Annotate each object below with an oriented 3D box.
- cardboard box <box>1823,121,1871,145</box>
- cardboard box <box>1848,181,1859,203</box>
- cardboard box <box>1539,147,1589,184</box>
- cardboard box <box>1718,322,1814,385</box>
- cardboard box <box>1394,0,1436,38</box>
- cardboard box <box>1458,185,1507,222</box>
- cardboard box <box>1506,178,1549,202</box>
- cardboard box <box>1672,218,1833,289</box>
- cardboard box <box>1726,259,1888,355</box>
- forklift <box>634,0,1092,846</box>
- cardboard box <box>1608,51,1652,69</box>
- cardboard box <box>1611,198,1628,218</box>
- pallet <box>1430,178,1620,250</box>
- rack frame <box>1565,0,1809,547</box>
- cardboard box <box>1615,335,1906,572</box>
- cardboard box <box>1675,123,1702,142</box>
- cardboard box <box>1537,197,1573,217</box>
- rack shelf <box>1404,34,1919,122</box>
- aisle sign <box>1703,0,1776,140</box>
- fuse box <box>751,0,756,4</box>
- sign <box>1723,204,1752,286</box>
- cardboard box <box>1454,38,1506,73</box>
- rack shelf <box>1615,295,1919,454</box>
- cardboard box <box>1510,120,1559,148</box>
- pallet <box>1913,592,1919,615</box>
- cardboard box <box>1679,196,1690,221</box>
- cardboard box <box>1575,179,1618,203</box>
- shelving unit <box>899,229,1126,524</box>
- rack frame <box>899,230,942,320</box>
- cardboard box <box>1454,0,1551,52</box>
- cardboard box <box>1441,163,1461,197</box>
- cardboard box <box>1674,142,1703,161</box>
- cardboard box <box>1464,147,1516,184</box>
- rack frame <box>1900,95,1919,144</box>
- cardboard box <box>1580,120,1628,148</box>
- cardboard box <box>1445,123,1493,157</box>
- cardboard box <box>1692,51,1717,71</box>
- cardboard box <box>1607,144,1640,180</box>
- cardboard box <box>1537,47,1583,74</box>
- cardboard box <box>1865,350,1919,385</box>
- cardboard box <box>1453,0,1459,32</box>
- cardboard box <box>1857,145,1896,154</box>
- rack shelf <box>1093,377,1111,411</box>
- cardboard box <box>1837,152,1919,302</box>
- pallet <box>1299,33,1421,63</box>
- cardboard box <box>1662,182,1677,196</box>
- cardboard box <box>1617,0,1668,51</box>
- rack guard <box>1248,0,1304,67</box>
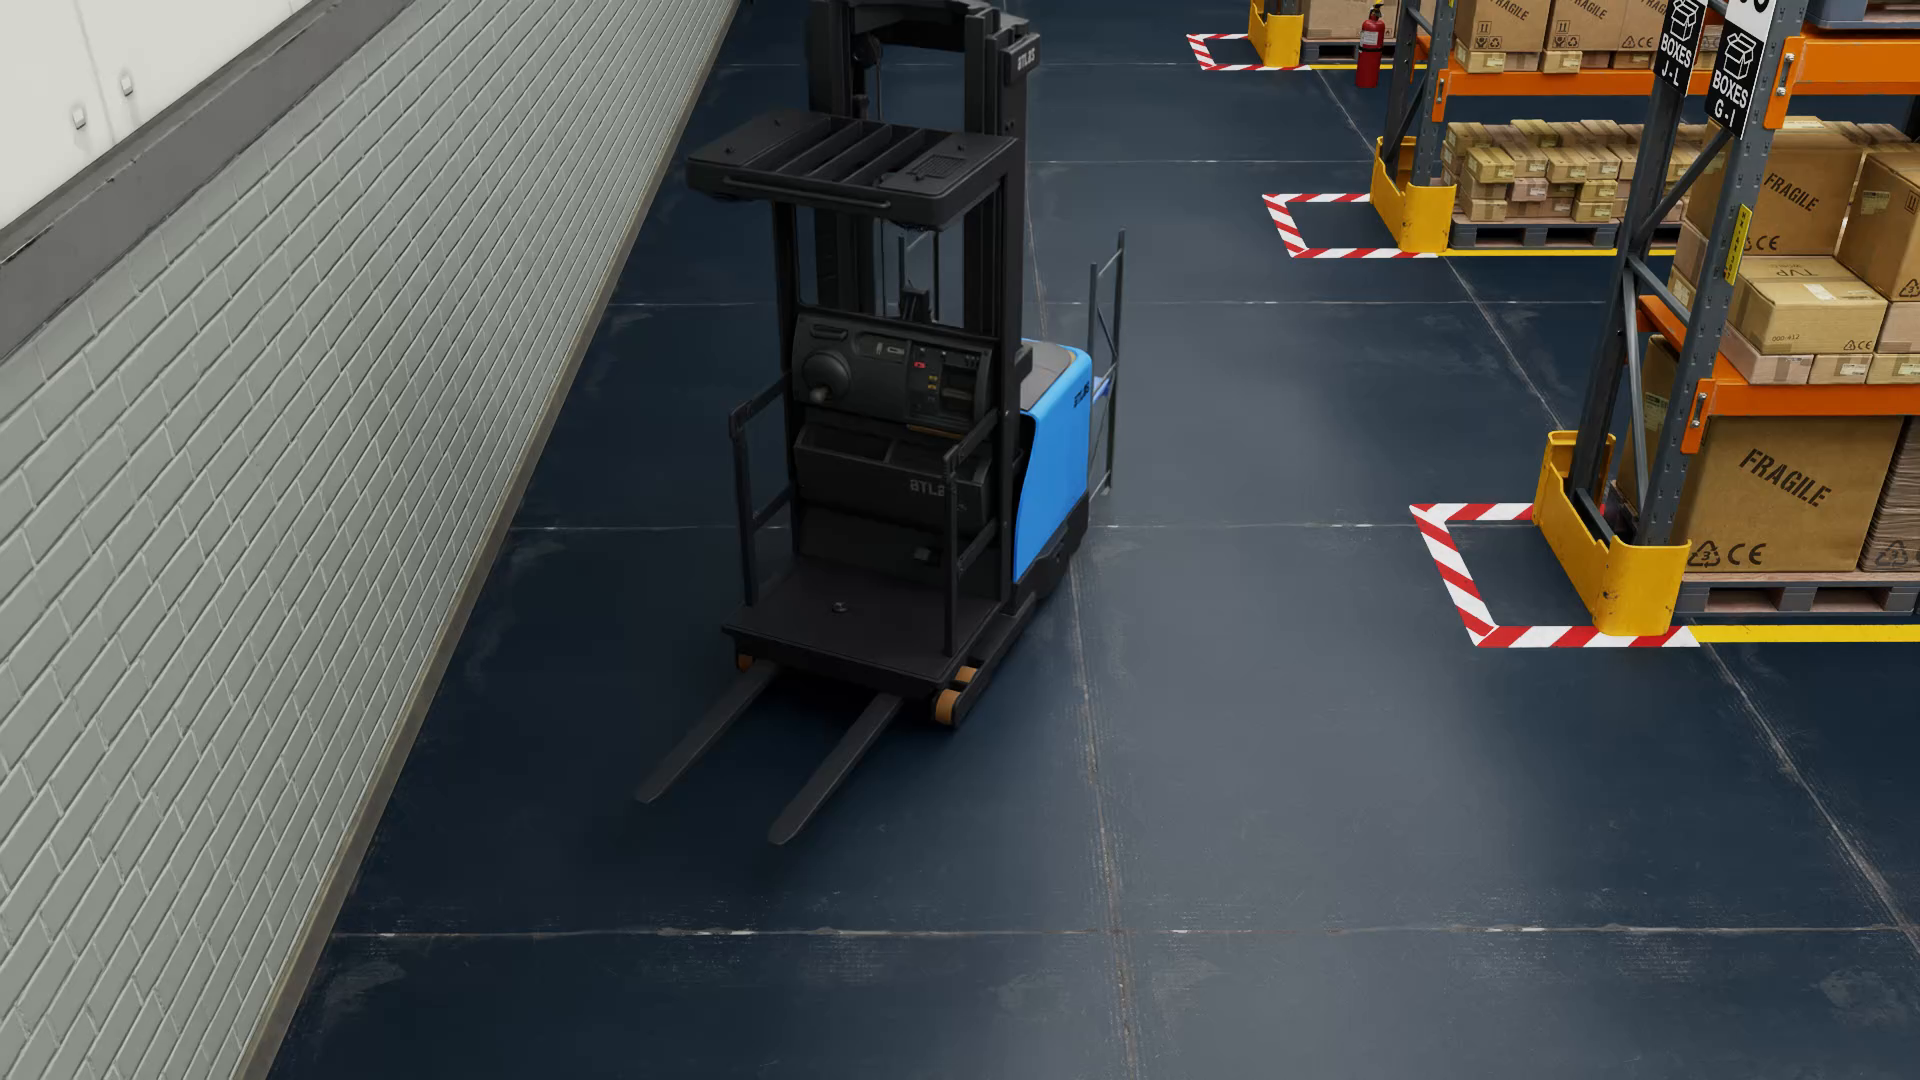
[{"bbox_3d":[6.720,-3.061,12.673,0.250,0.149,0.380,1,31,2],"label":"cardboard box"},{"bbox_3d":[6.490,-2.614,12.224,0.250,0.149,0.380,-1,31,-2],"label":"cardboard box"},{"bbox_3d":[4.395,-2.735,12.136,0.250,0.149,0.380,0,31,0],"label":"cardboard box"},{"bbox_3d":[3.627,-0.846,7.495,0.250,0.149,0.380,0,31,0],"label":"cardboard box"},{"bbox_3d":[4.785,-5.409,16.839,0.875,0.438,0.875,1,31,1],"label":"cardboard box"},{"bbox_3d":[3.867,-2.493,12.311,0.250,0.149,0.380,0,31,1],"label":"cardboard box"},{"bbox_3d":[4.141,-2.625,12.241,0.250,0.149,0.380,0,31,-1],"label":"cardboard box"},{"bbox_3d":[3.753,-1.326,7.902,0.500,0.250,0.500,-1,31,-1],"label":"cardboard box"},{"bbox_3d":[3.752,-1.048,7.444,0.500,0.250,0.500,-1,31,-2],"label":"cardboard box"},{"bbox_3d":[-0.387,-0.678,7.042,1.130,2.935,3.031,13,34,20],"label":"forklift"},{"bbox_3d":[4.721,-3.476,11.829,0.250,0.149,0.380,0,31,-1],"label":"cardboard box"},{"bbox_3d":[4.887,-2.535,12.380,0.250,0.149,0.380,0,31,0],"label":"cardboard box"},{"bbox_3d":[4.230,-2.489,12.649,1.213,0.211,1.003,0,31,0],"label":"pallet"},{"bbox_3d":[3.270,-1.124,7.710,0.127,3.000,1.000,0,31,0],"label":"rack frame"},{"bbox_3d":[3.910,-0.438,8.224,0.875,0.875,0.875,0,31,0],"label":"cardboard box"},{"bbox_3d":[5.433,-3.039,12.637,0.250,0.149,0.380,0,31,0],"label":"cardboard box"},{"bbox_3d":[4.377,-2.541,12.390,0.250,0.149,0.380,0,31,0],"label":"cardboard box"},{"bbox_3d":[5.341,-3.396,12.148,4.000,0.370,1.077,0,31,0],"label":"rack shelf"},{"bbox_3d":[3.200,-2.079,6.779,0.004,0.787,0.394,0,31,0],"label":"aisle sign"},{"bbox_3d":[-2.295,-6.774,18.265,0.414,1.711,0.539,0,31,0],"label":"fuse box"},{"bbox_3d":[3.267,-1.240,6.991,0.005,0.325,0.100,0,31,0],"label":"sign"},{"bbox_3d":[3.667,-3.420,11.738,0.250,0.149,0.380,0,31,-1],"label":"cardboard box"},{"bbox_3d":[5.270,-0.822,7.907,4.000,0.370,1.077,0,31,0],"label":"rack shelf"},{"bbox_3d":[4.379,-3.083,12.709,0.250,0.149,0.380,-1,31,-1],"label":"cardboard box"},{"bbox_3d":[5.286,0.023,8.509,1.213,0.211,1.003,0,31,0],"label":"pallet"},{"bbox_3d":[5.414,-2.505,12.330,0.250,0.149,0.380,0,31,0],"label":"cardboard box"},{"bbox_3d":[4.642,-2.616,12.227,0.250,0.149,0.380,1,31,1],"label":"cardboard box"},{"bbox_3d":[0.269,-0.918,8.817,1.048,1.500,0.538,12,33,18],"label":"shelving unit"},{"bbox_3d":[-0.203,-1.015,8.978,0.032,1.500,0.500,12,33,18],"label":"rack frame"},{"bbox_3d":[3.792,-3.725,11.614,0.500,0.500,0.500,1,31,2],"label":"cardboard box"},{"bbox_3d":[3.866,-2.767,12.763,0.250,0.149,0.380,0,31,1],"label":"cardboard box"},{"bbox_3d":[5.434,-2.802,12.247,0.250,0.149,0.380,0,31,0],"label":"cardboard box"},{"bbox_3d":[3.867,-2.737,12.140,0.250,0.149,0.380,-2,31,-3],"label":"cardboard box"},{"bbox_3d":[7.341,-3.709,11.972,0.127,3.000,1.000,0,31,0],"label":"rack frame"},{"bbox_3d":[4.907,-3.080,12.705,0.250,0.149,0.380,1,31,2],"label":"cardboard box"},{"bbox_3d":[3.869,-3.045,12.647,0.250,0.149,0.380,0,31,0],"label":"cardboard box"},{"bbox_3d":[5.227,-3.452,11.790,0.250,0.149,0.380,1,31,2],"label":"cardboard box"},{"bbox_3d":[4.920,-2.775,12.201,0.250,0.149,0.380,1,31,2],"label":"cardboard box"},{"bbox_3d":[4.191,-3.416,11.730,0.250,0.149,0.380,-1,31,-2],"label":"cardboard box"},{"bbox_3d":[4.140,-0.849,7.500,0.250,0.149,0.380,-1,31,-1],"label":"cardboard box"},{"bbox_3d":[3.789,-4.002,12.071,0.500,0.500,0.500,0,31,1],"label":"cardboard box"},{"bbox_3d":[6.732,-2.767,12.189,0.250,0.149,0.380,0,31,0],"label":"cardboard box"},{"bbox_3d":[0.269,-0.764,8.911,1.000,0.185,0.538,12,33,18],"label":"rack shelf"},{"bbox_3d":[4.252,-1.370,7.252,0.500,0.500,0.500,-1,31,-1],"label":"cardboard box"},{"bbox_3d":[4.009,-5.115,16.977,1.213,0.211,1.003,0,31,0],"label":"pallet"},{"bbox_3d":[5.178,-2.688,12.346,0.250,0.149,0.380,1,31,2],"label":"cardboard box"},{"bbox_3d":[4.817,-3.735,11.631,0.500,0.500,0.500,0,31,0],"label":"cardboard box"},{"bbox_3d":[3.186,-5.195,16.831,0.348,0.500,1.175,0,31,0],"label":"rack guard"}]
